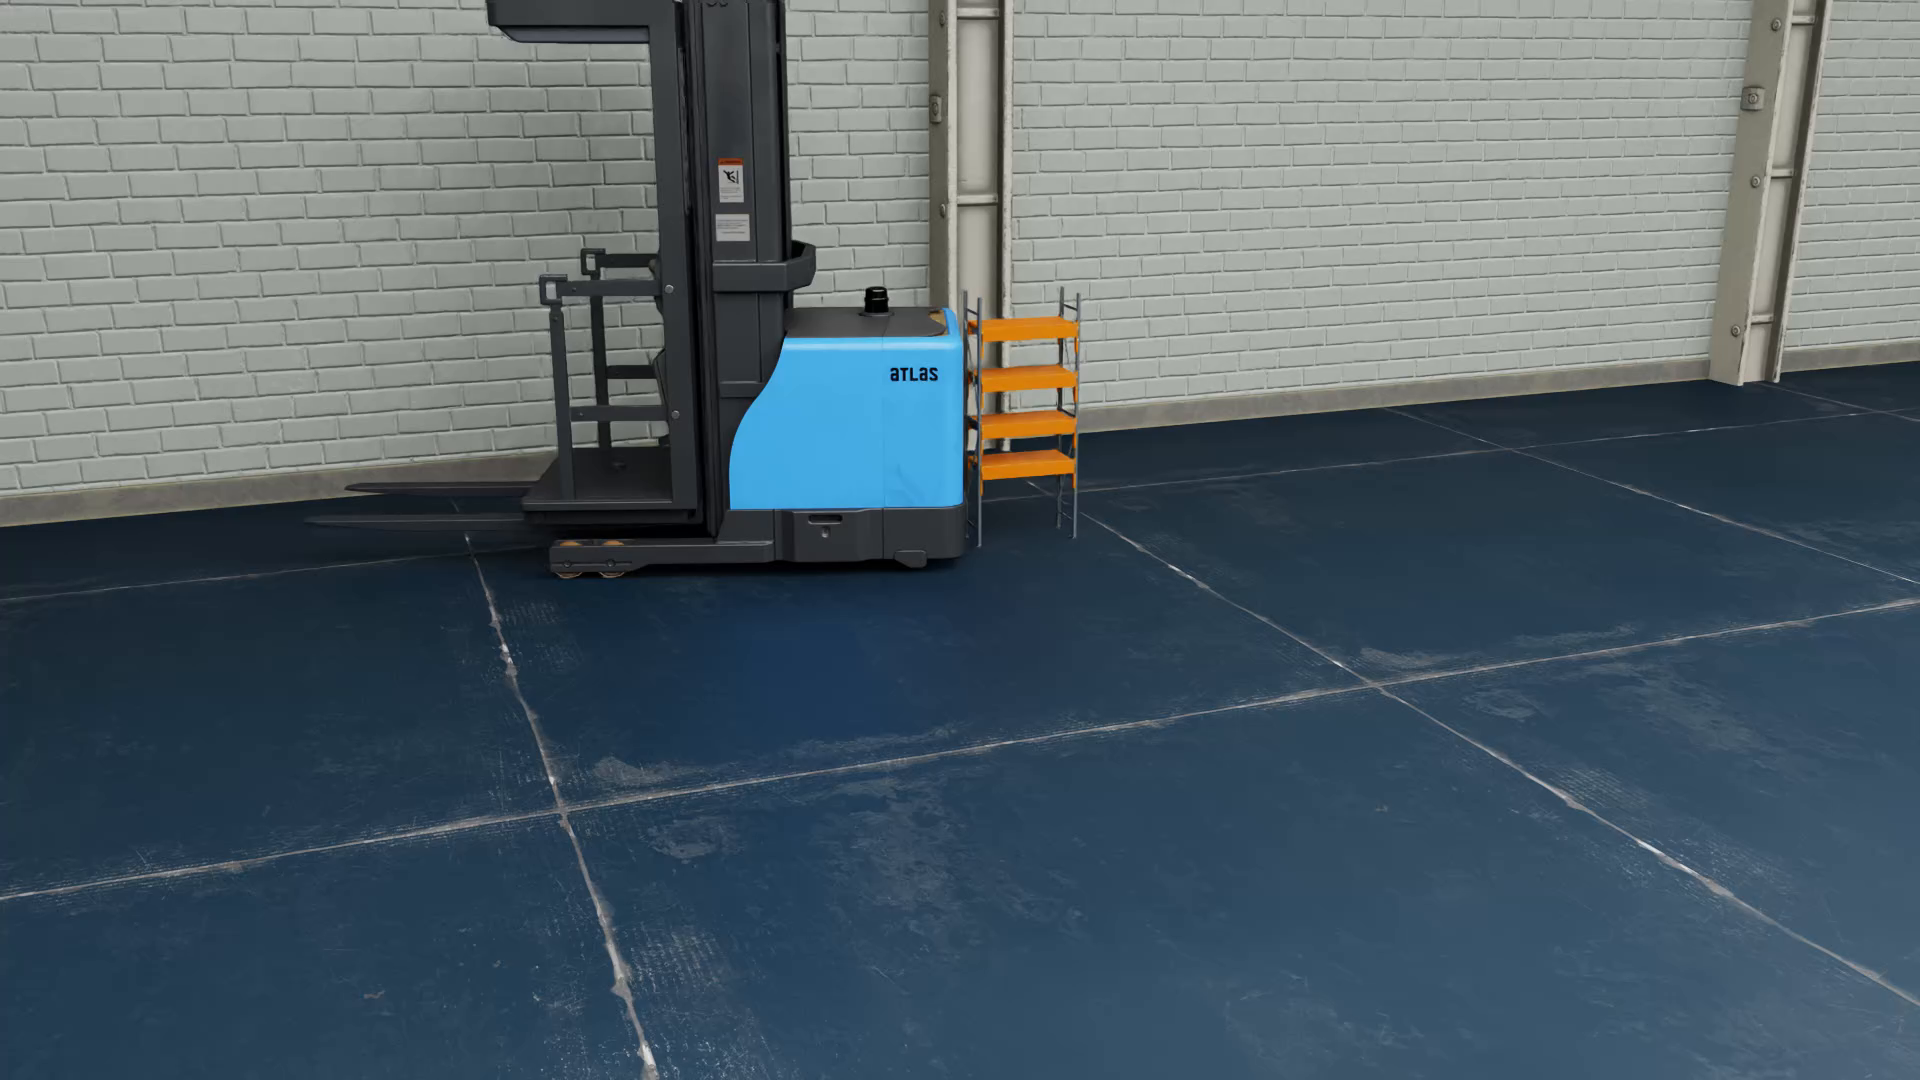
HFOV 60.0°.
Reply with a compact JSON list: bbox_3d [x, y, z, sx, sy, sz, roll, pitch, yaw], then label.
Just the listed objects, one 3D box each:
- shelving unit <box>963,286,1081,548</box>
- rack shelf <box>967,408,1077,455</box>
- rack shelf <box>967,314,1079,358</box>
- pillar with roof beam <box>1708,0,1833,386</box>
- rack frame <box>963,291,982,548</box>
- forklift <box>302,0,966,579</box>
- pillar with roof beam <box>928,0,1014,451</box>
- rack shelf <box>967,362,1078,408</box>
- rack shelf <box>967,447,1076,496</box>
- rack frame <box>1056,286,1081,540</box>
[{"bbox_3d":[0.290,-0.590,7.977,0.503,1.200,0.258,-5,17,-17],"label":"shelving unit"},{"bbox_3d":[0.290,-0.525,7.996,0.480,0.148,0.258,-5,17,-17],"label":"rack shelf"},{"bbox_3d":[0.290,-0.967,7.867,0.480,0.148,0.258,-5,17,-17],"label":"rack shelf"},{"bbox_3d":[7.205,-4.344,6.919,0.400,9.000,9.100,-6,17,-20],"label":"pillar with roof beam"},{"bbox_3d":[0.058,-0.569,7.907,0.015,1.200,0.240,-5,17,-17],"label":"rack frame"},{"bbox_3d":[-1.504,-1.384,7.610,3.031,2.935,1.130,-1,16,-2],"label":"forklift"},{"bbox_3d":[1.602,-3.739,4.859,0.400,9.000,9.100,-6,17,-20],"label":"pillar with roof beam"},{"bbox_3d":[0.290,-0.740,7.933,0.480,0.148,0.258,-5,17,-17],"label":"rack shelf"},{"bbox_3d":[0.290,-0.335,8.052,0.480,0.148,0.258,-5,17,-17],"label":"rack shelf"},{"bbox_3d":[0.523,-0.611,8.048,0.015,1.200,0.240,-5,17,-17],"label":"rack frame"}]
